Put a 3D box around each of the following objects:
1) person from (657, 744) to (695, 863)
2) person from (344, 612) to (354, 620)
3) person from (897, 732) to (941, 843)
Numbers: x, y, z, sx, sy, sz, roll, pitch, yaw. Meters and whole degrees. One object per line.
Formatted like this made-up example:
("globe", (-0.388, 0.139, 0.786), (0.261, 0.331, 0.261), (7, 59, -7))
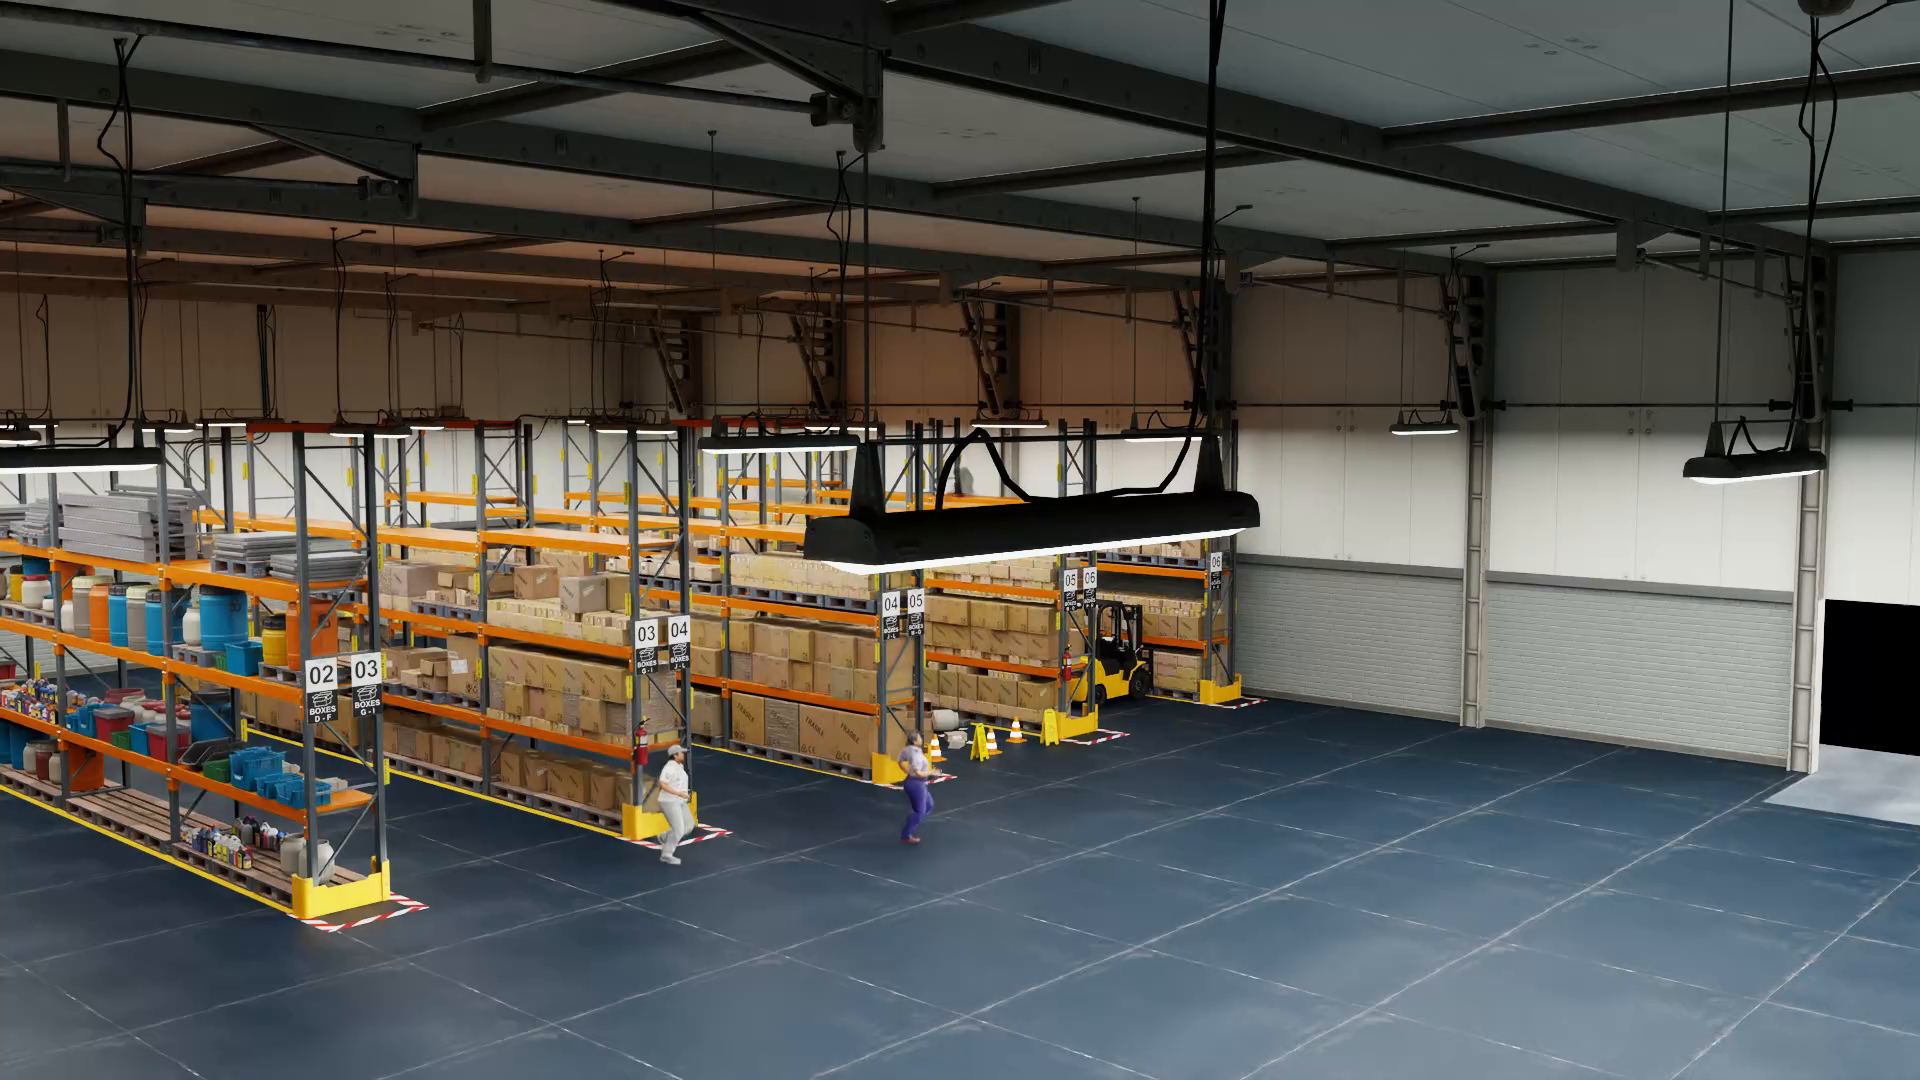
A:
("person", (-3.956, 3.650, 23.186), (0.478, 1.592, 0.609), (1, 5, 12))
("person", (-13.789, 2.451, 37.257), (0.758, 1.691, 0.584), (-3, 6, -36))
("person", (-0.588, 3.561, 23.995), (0.590, 1.627, 0.589), (-1, 5, -13))
